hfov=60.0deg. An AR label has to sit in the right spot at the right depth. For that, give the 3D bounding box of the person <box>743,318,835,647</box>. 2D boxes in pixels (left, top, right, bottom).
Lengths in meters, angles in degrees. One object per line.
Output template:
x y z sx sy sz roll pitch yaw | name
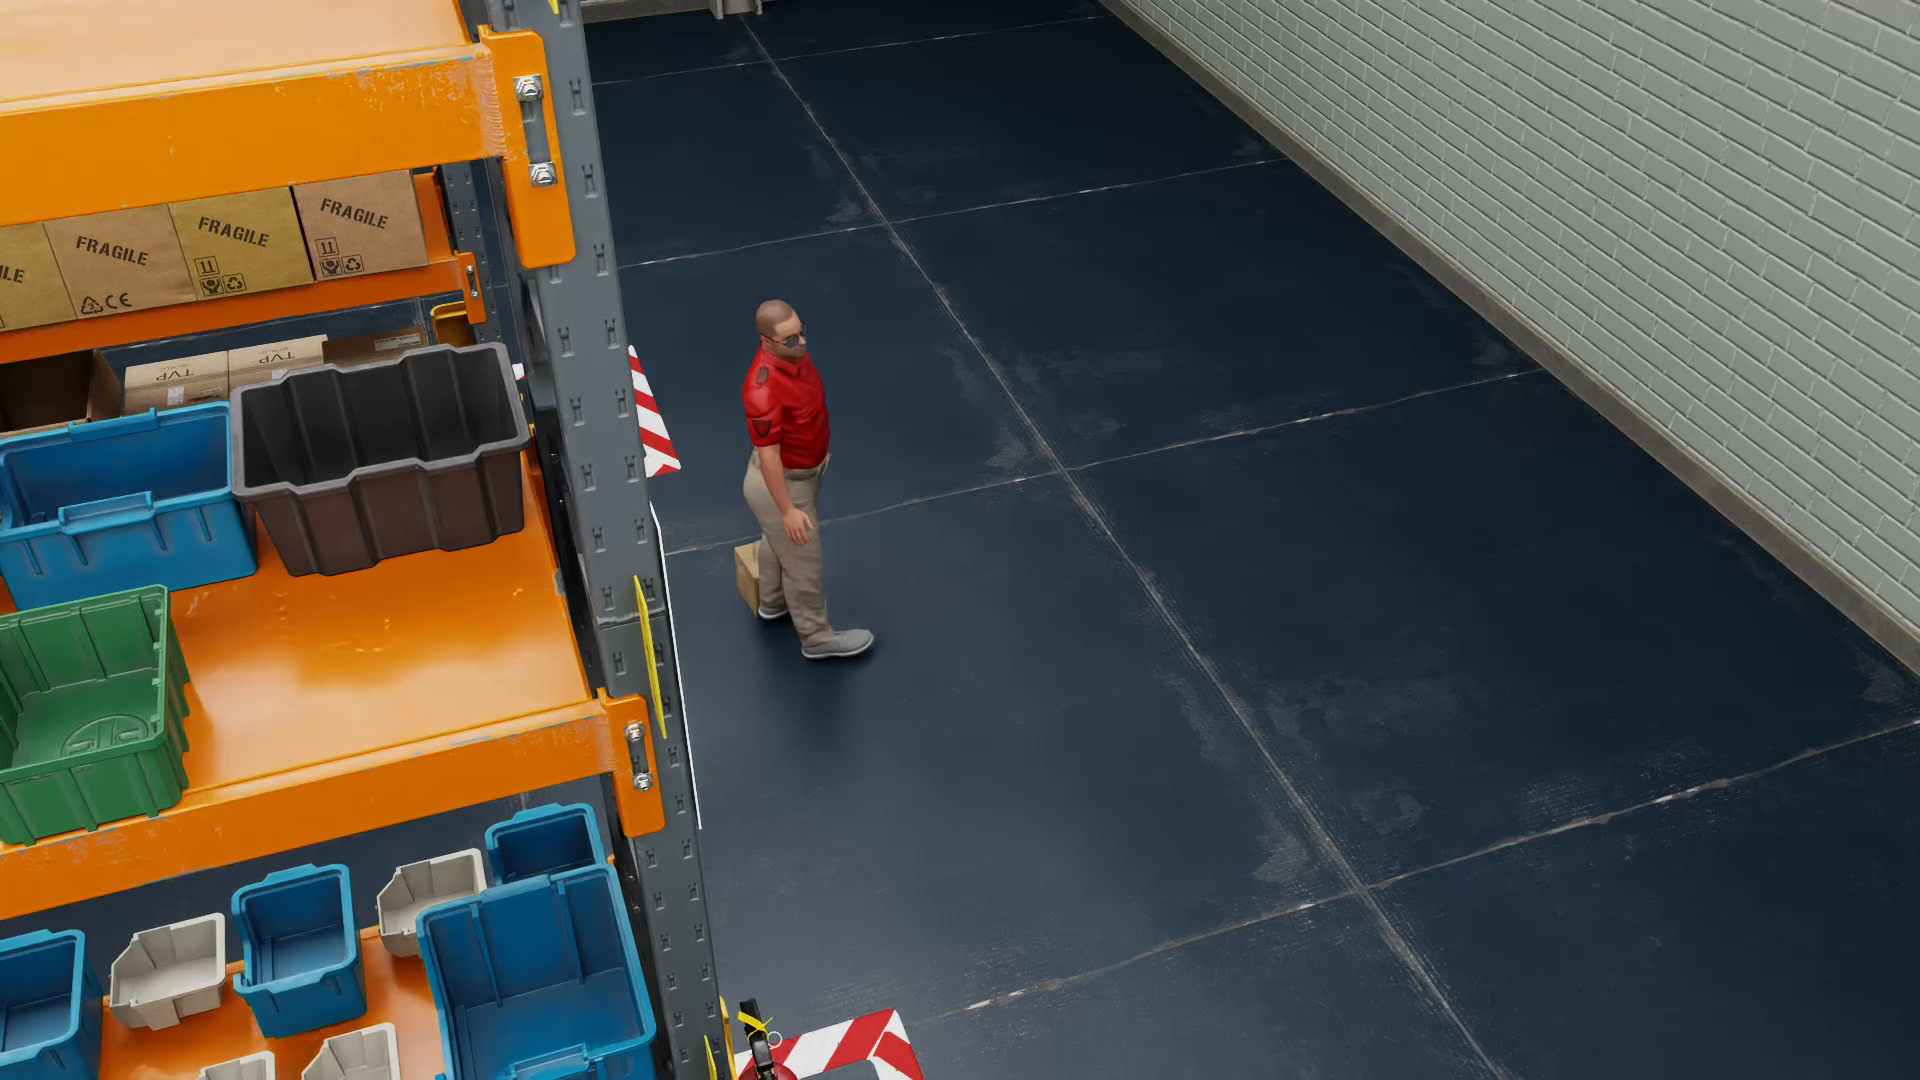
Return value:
-0.735 -0.248 7.094 0.386 1.577 0.431 2 38 3 | person
